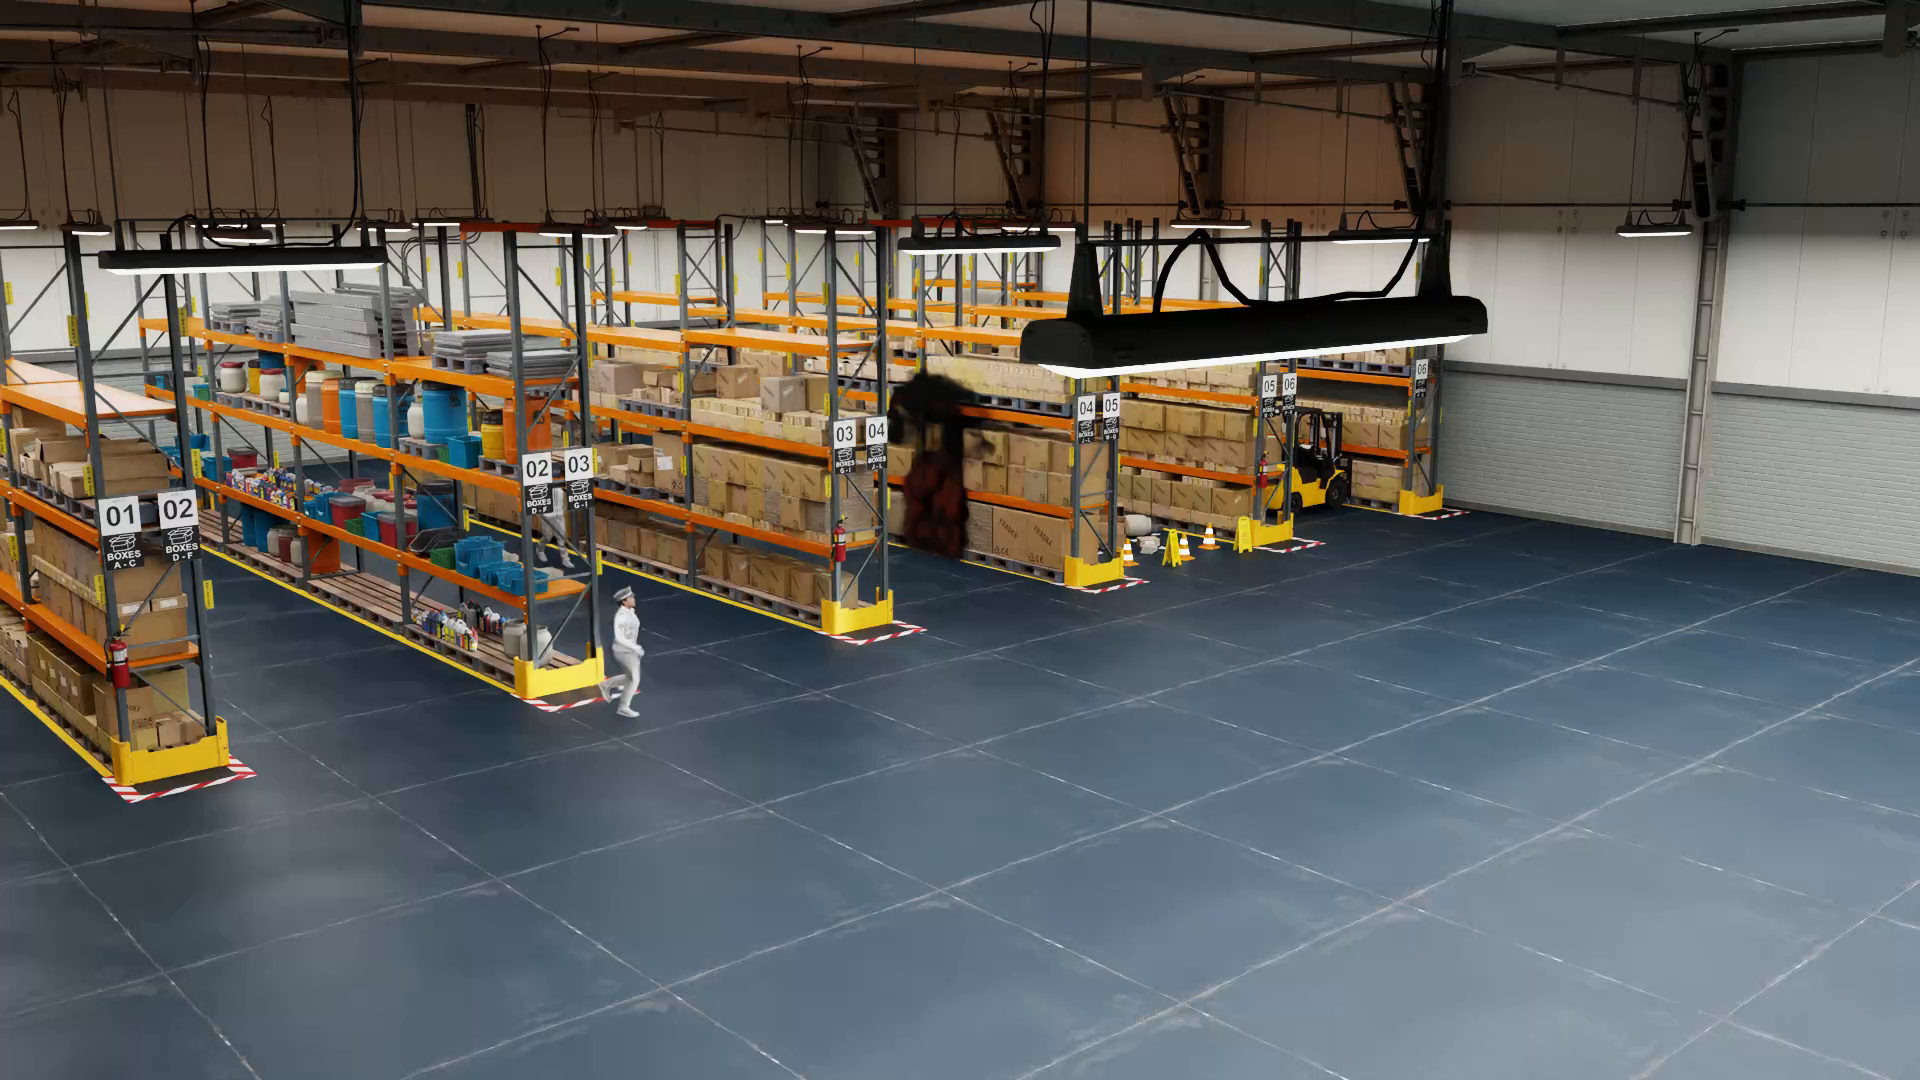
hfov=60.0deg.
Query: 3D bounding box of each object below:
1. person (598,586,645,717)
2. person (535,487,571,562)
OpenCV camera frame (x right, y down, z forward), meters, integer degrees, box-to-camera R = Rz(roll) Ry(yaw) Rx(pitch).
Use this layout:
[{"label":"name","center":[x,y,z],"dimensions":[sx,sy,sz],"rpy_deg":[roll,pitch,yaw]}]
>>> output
[{"label":"person","center":[-4.218,1.393,20.868],"dimensions":[0.570,1.672,0.641],"rpy_deg":[0,11,-1]},{"label":"person","center":[-7.230,-0.461,29.329],"dimensions":[0.788,1.709,0.683],"rpy_deg":[10,15,42]}]
